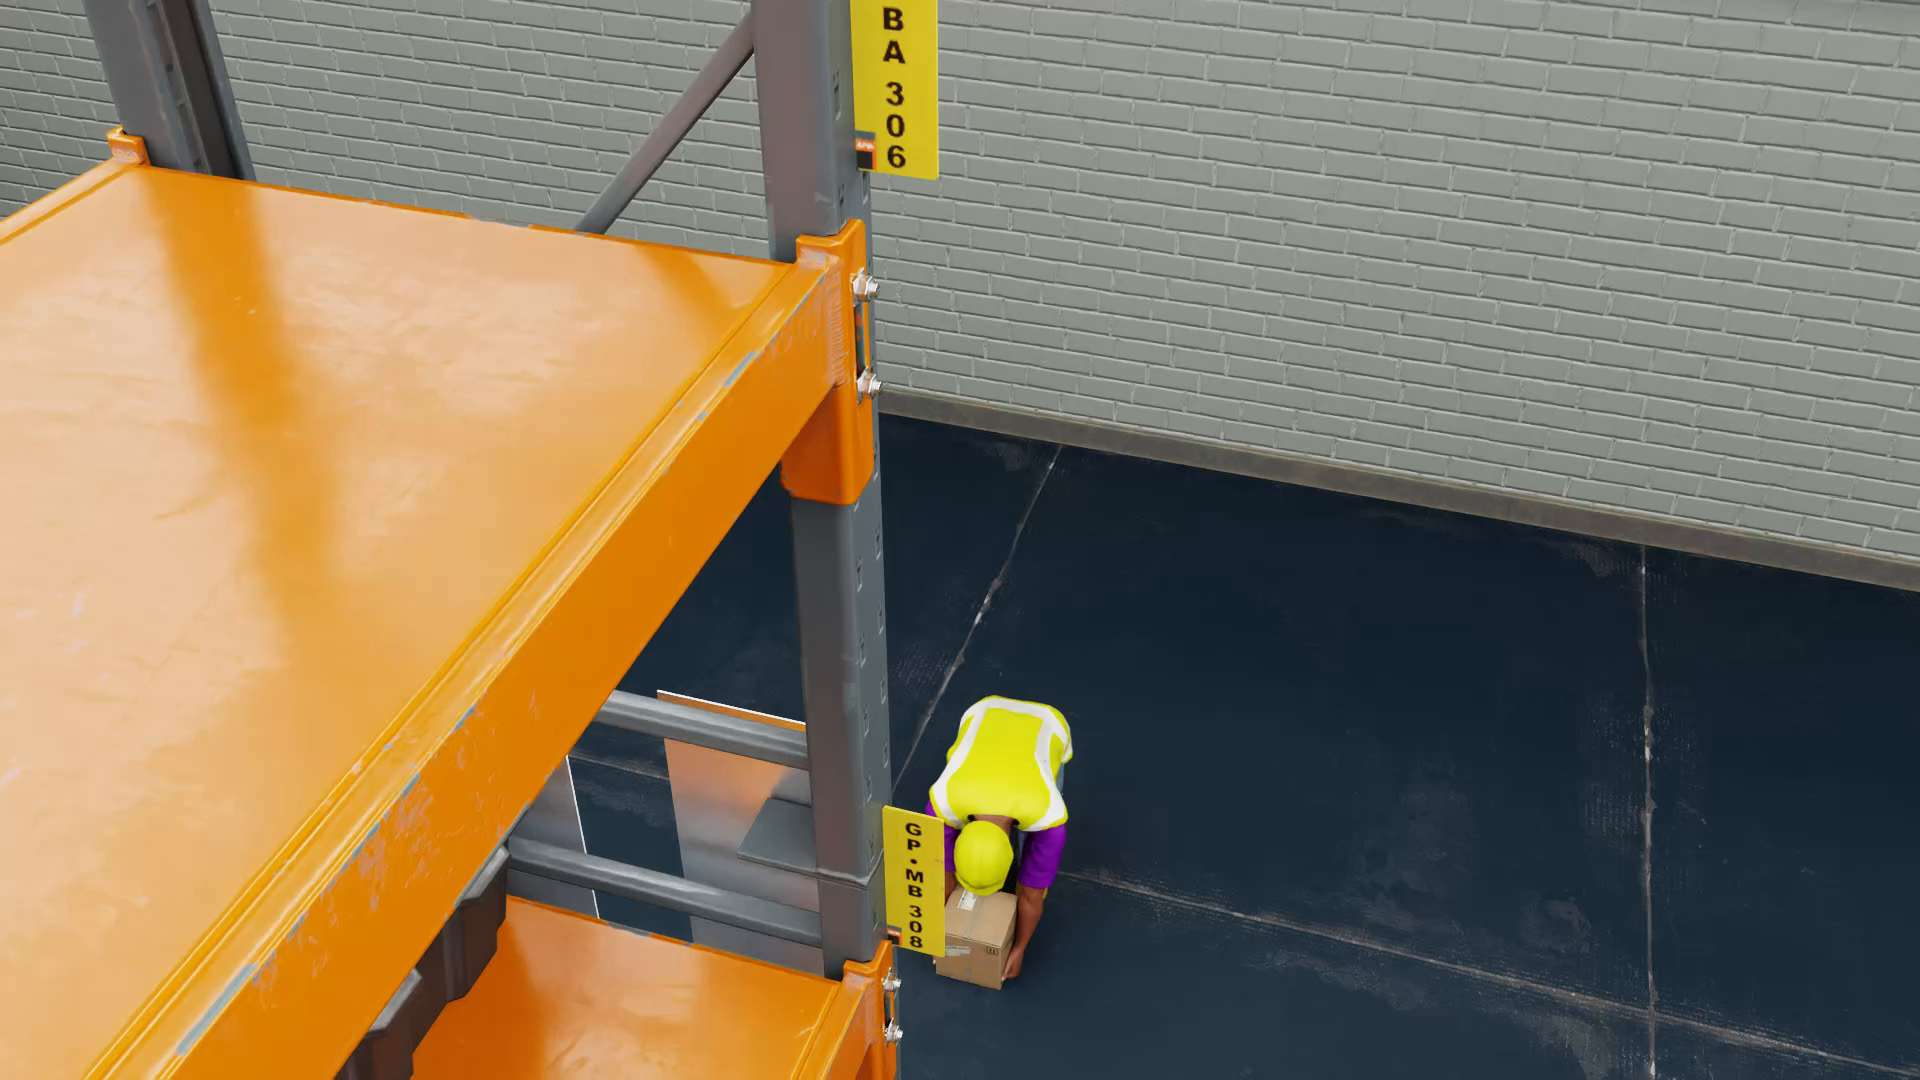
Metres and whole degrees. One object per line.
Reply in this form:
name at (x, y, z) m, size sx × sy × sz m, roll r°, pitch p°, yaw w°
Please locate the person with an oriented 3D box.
person at (0.160, 1.091, 6.234) m, size 0.528 × 0.824 × 0.973 m, roll 10°, pitch 38°, yaw 13°
